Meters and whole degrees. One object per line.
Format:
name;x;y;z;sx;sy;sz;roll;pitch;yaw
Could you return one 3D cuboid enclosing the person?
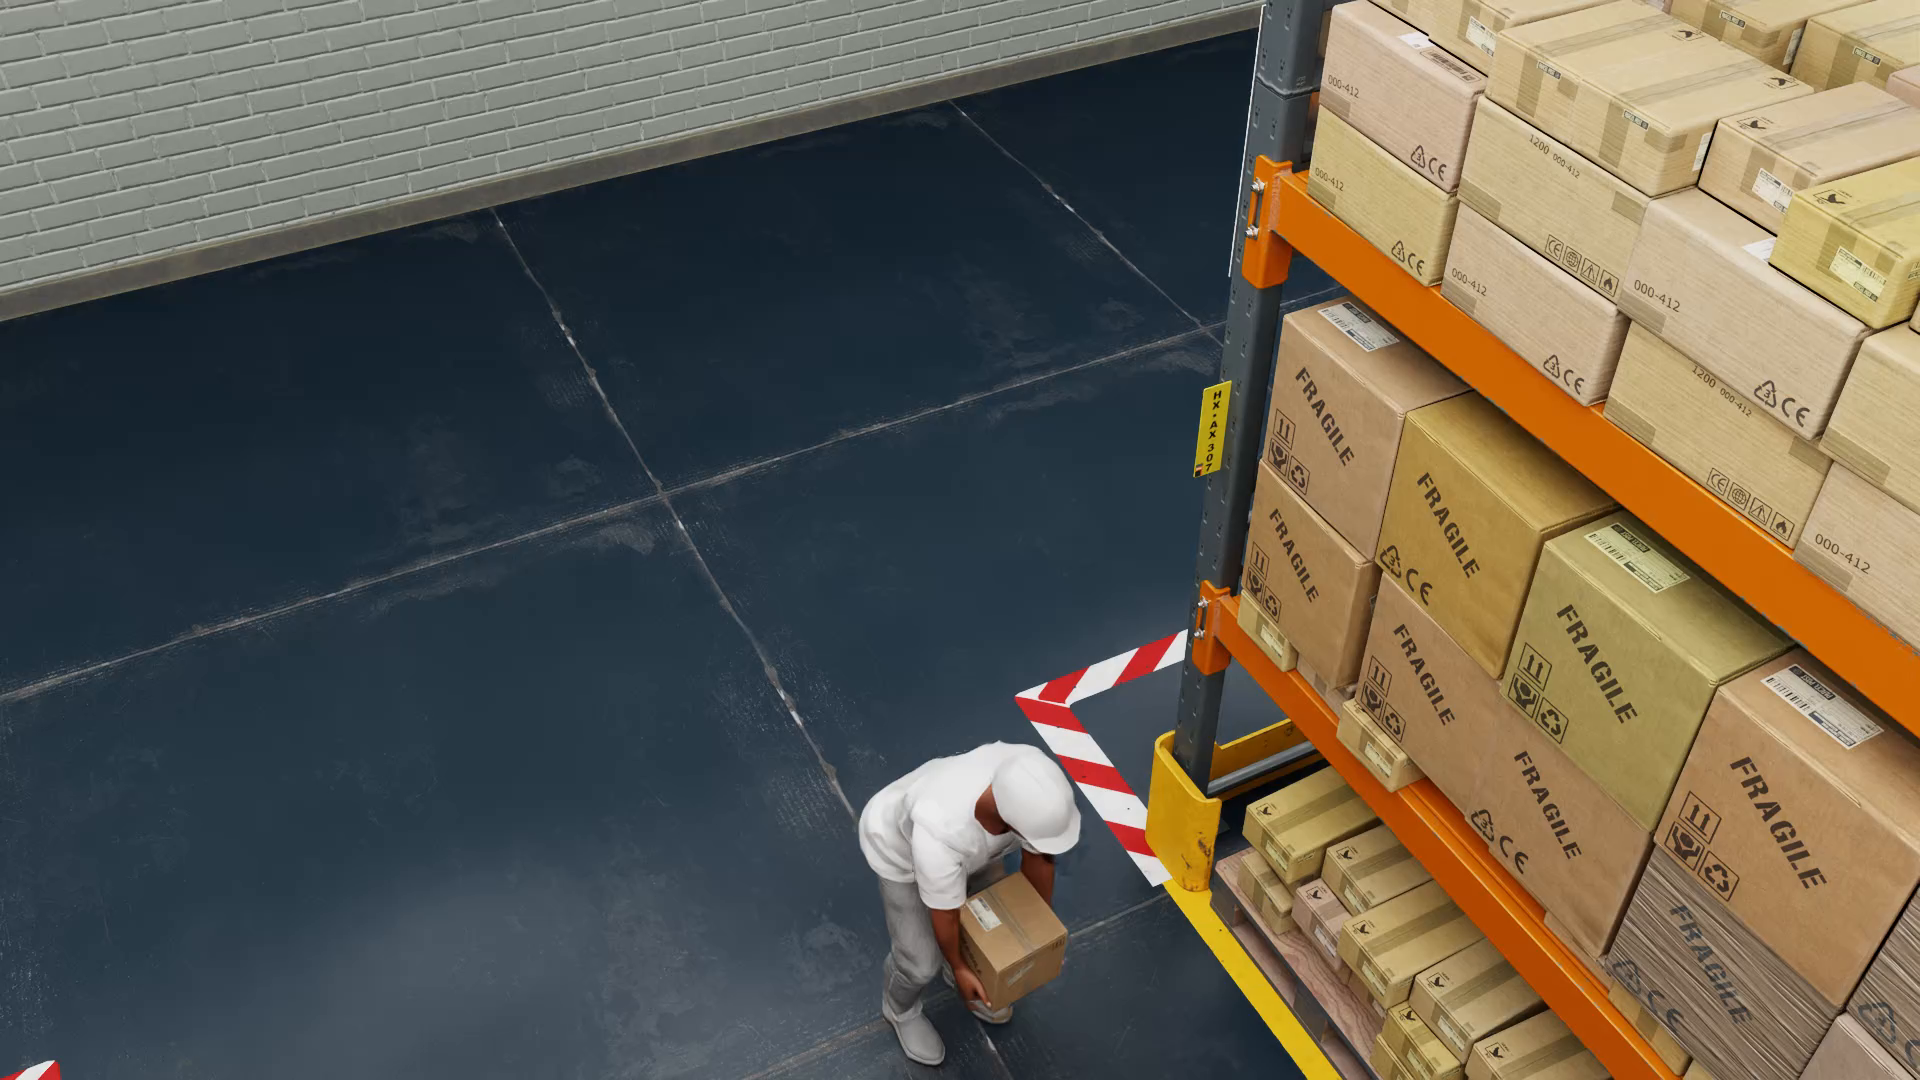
person;0.048;1.072;5.041;0.488;1.589;0.762;-27;48;-27
